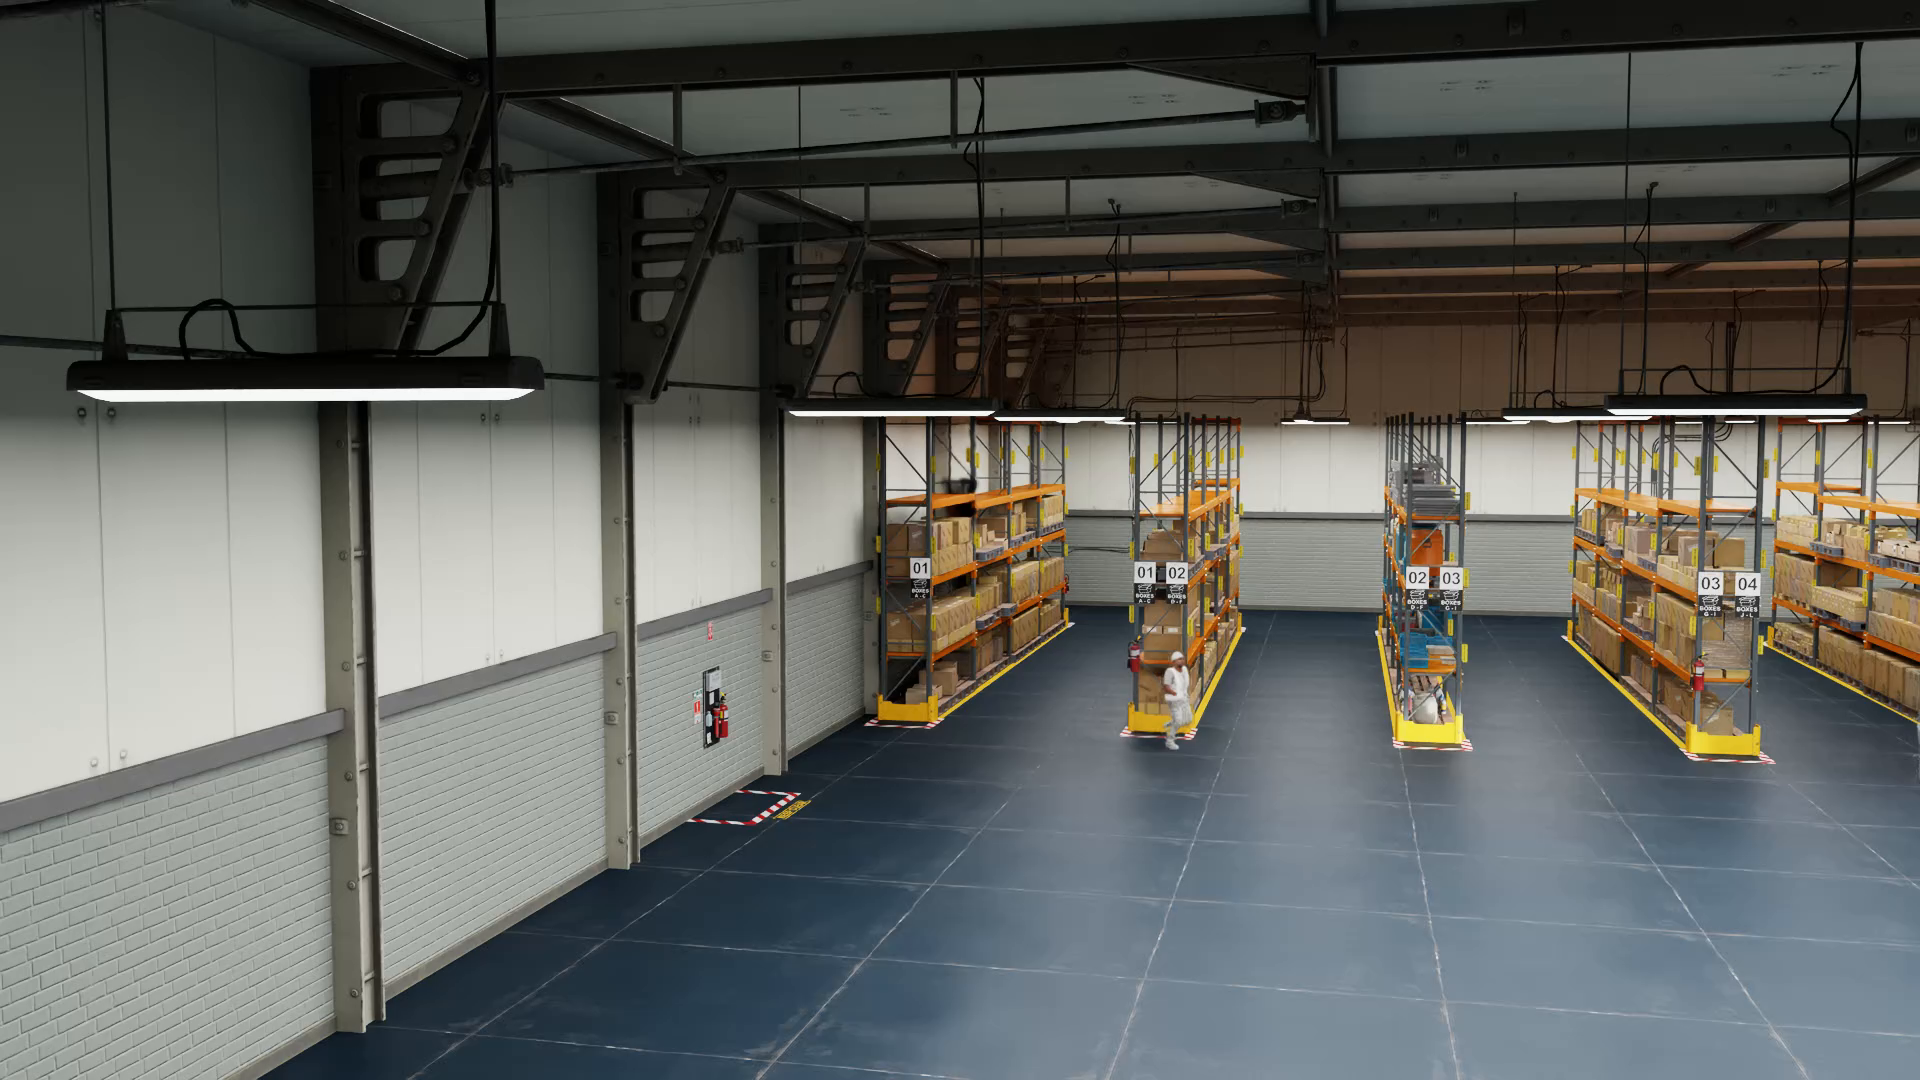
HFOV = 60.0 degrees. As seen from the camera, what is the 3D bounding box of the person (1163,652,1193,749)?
[{"bbox_3d":[3.889,2.854,29.669,0.663,1.740,0.721,4,5,45],"label":"person"}]
